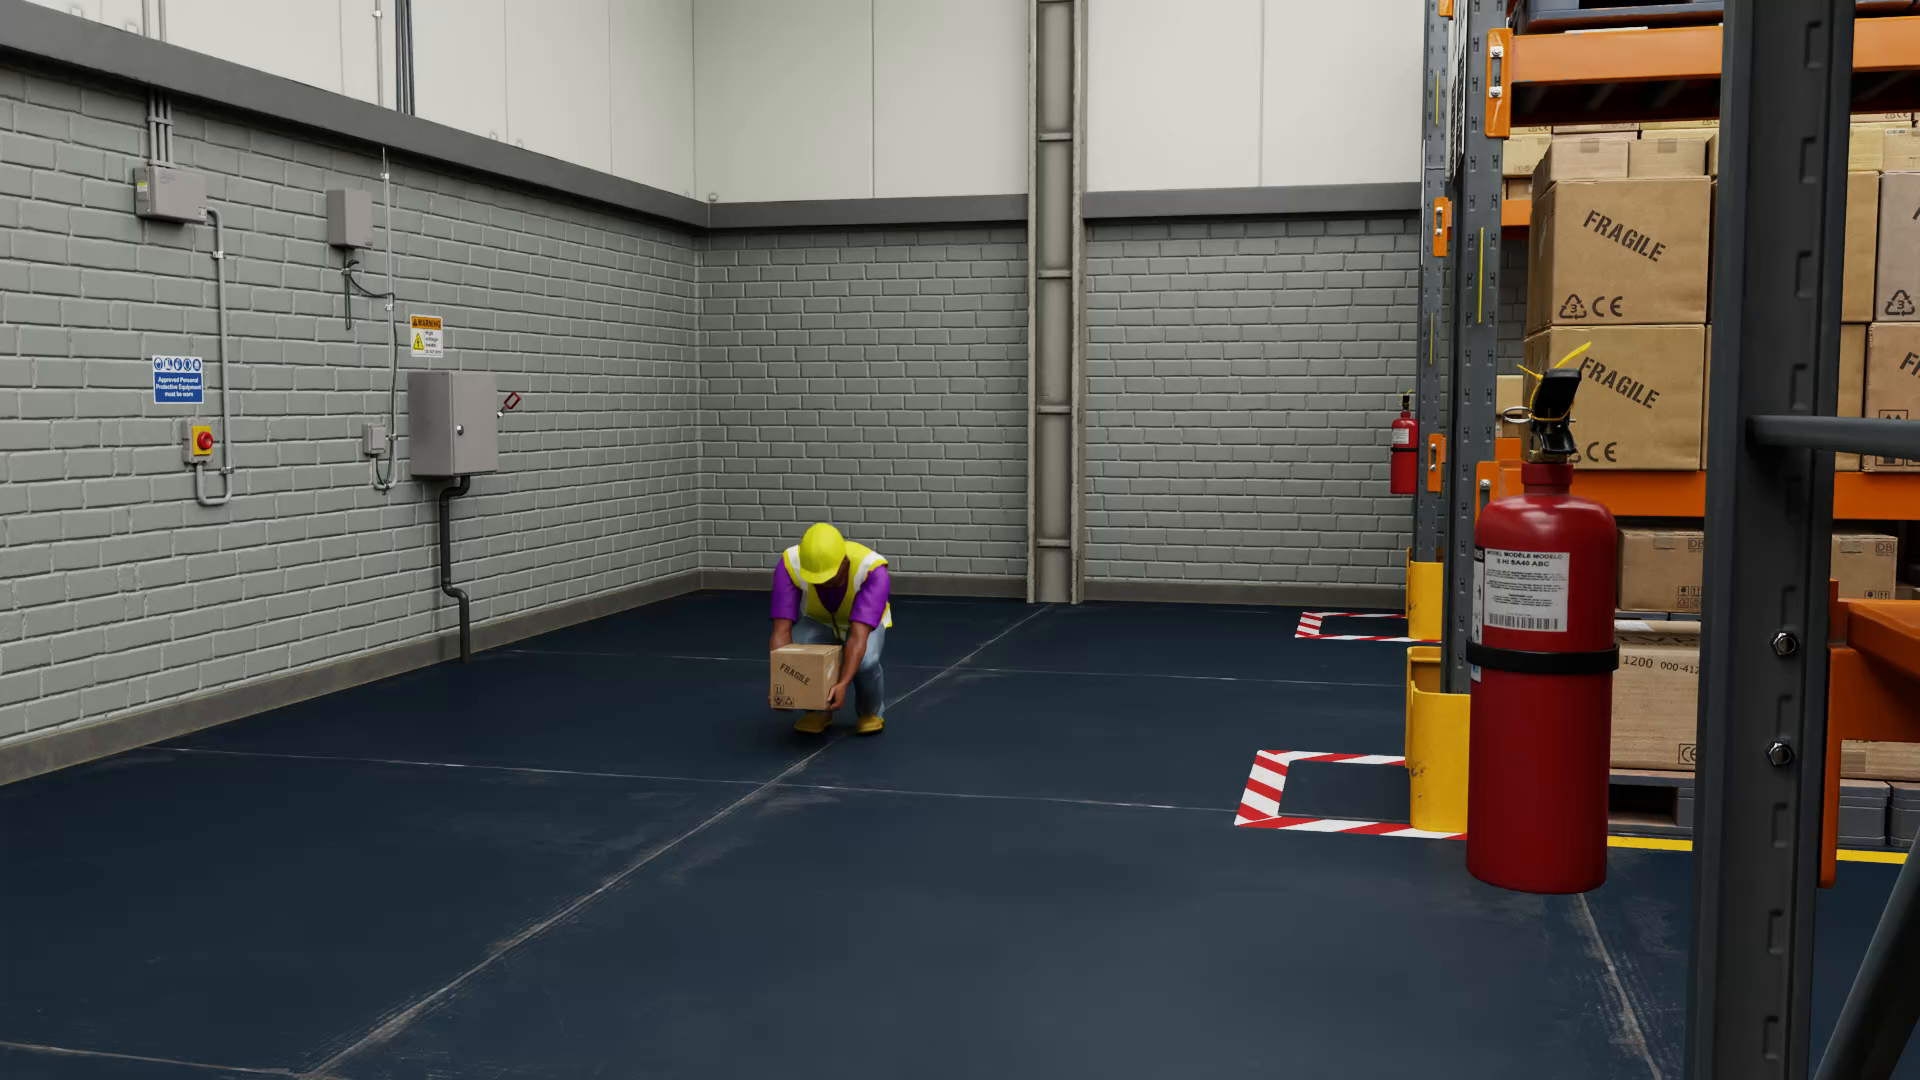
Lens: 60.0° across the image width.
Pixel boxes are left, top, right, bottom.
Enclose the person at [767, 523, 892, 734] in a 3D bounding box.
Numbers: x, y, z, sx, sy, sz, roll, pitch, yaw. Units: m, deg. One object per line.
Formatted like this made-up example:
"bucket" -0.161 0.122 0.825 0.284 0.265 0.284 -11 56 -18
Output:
"person" -0.564 0.403 7.654 0.541 1.012 0.899 1 5 12
